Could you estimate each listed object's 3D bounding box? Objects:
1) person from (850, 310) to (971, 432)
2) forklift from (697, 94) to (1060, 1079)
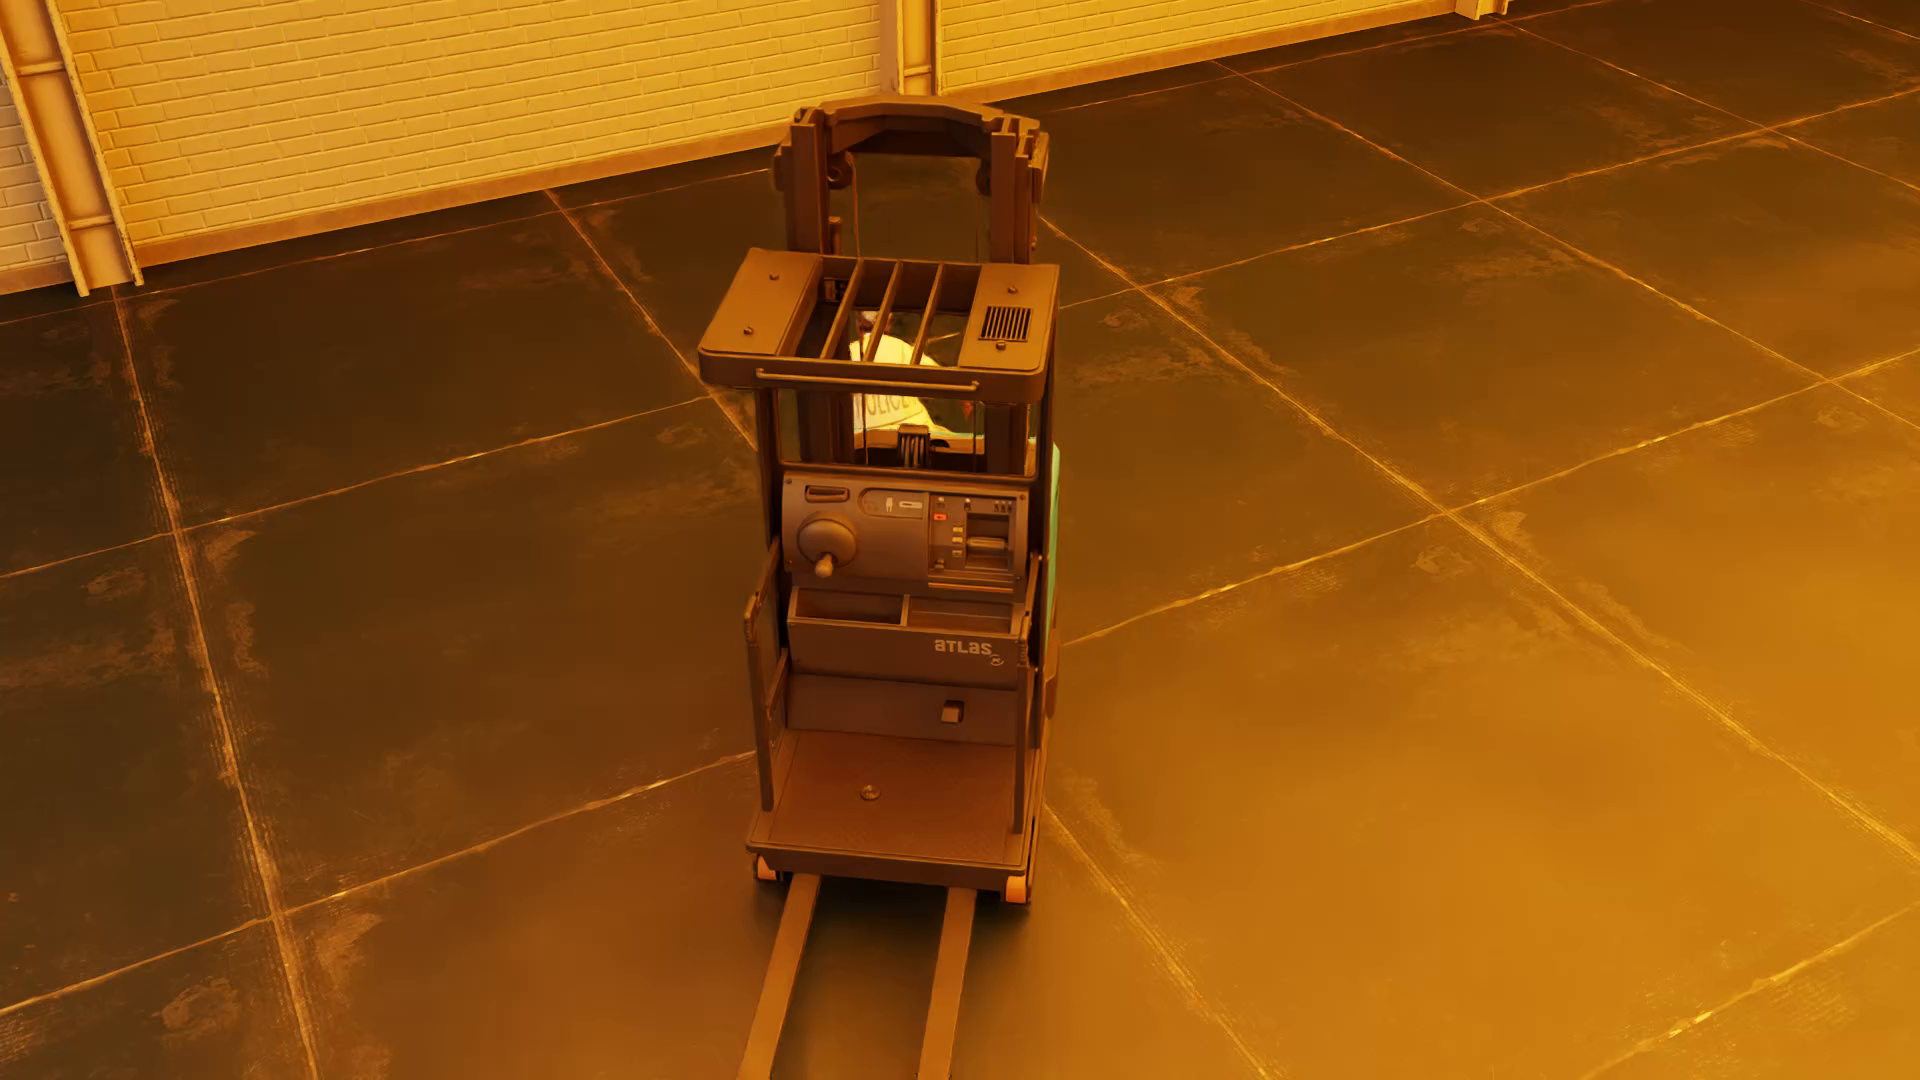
[{"bbox_3d":[-0.236,-0.593,8.290,1.127,1.434,0.912,-8,36,-11],"label":"person"},{"bbox_3d":[-0.232,0.032,6.077,1.130,2.935,3.031,4,35,6],"label":"forklift"}]
